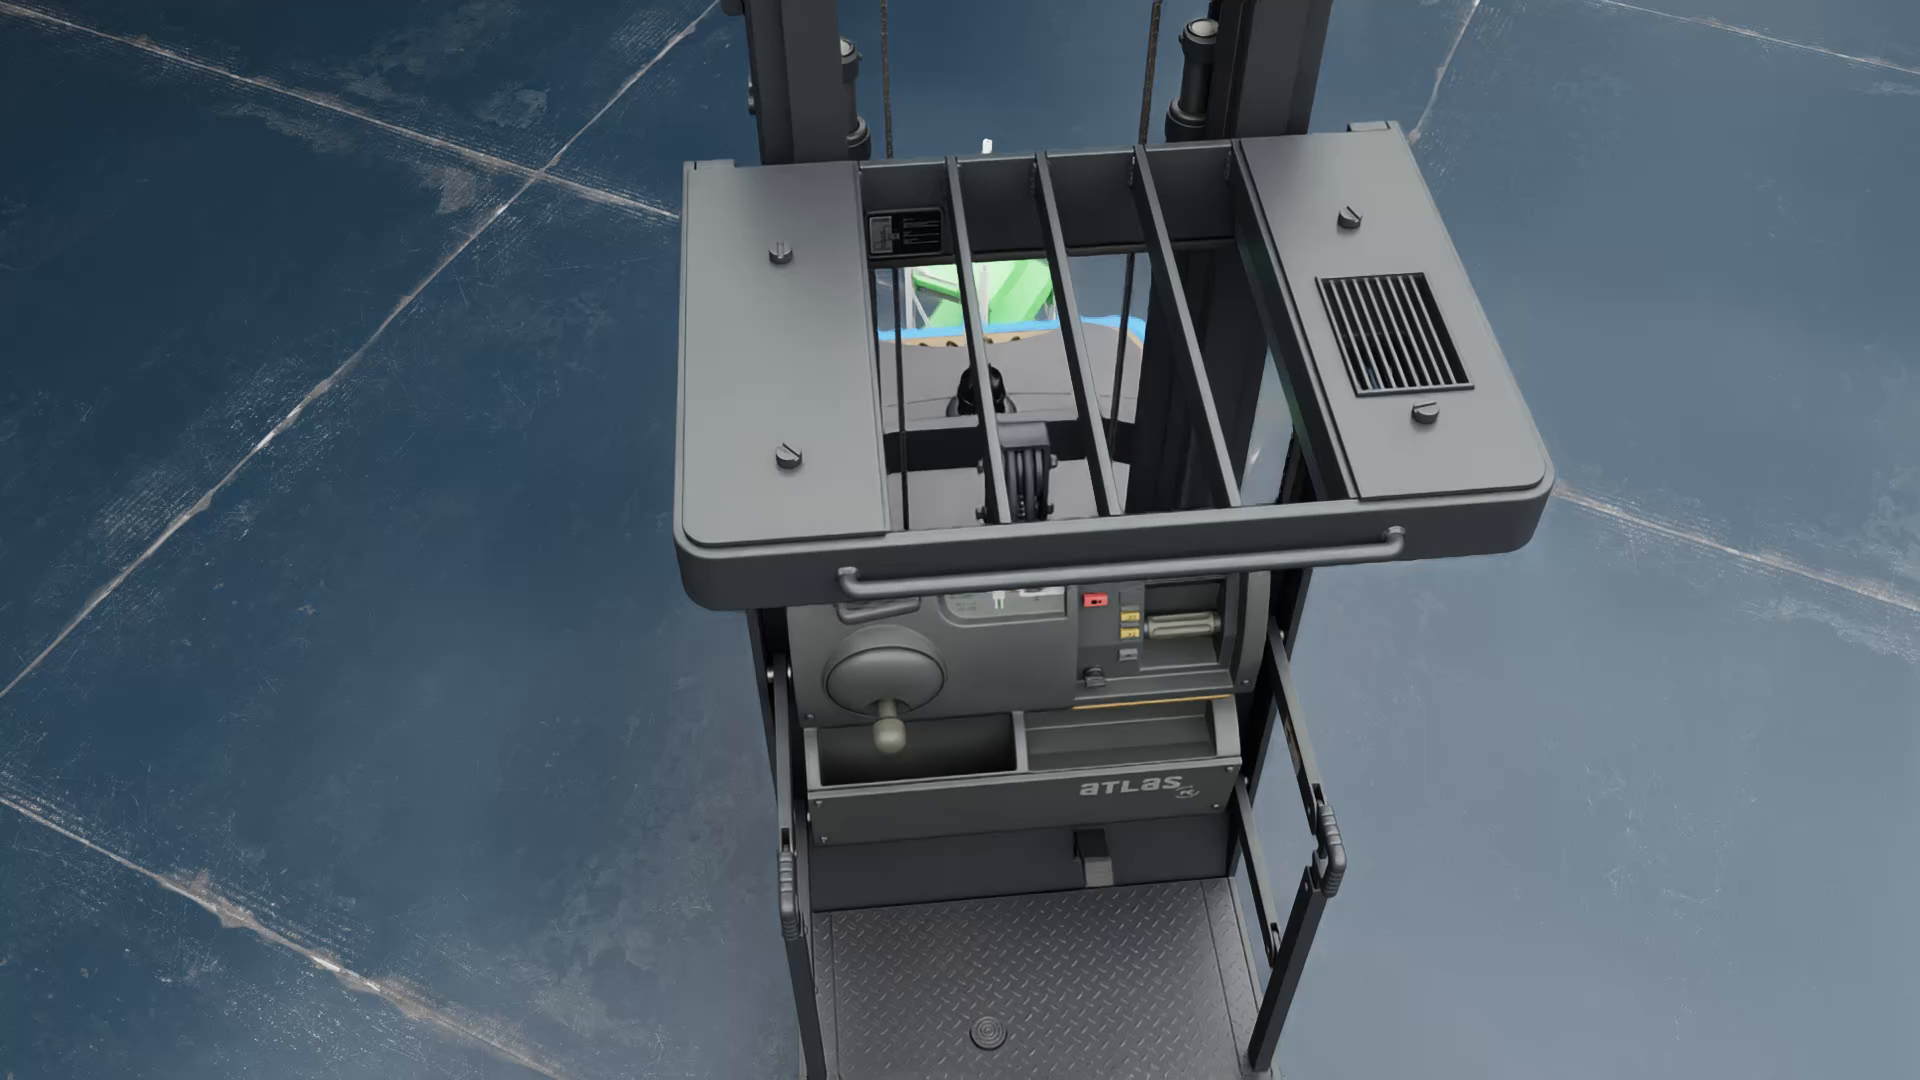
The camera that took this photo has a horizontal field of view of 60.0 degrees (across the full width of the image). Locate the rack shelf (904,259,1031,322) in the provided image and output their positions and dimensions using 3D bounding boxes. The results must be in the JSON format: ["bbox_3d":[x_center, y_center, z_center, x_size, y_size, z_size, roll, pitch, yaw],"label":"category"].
[{"bbox_3d":[0.069,-0.784,4.583,0.258,0.148,0.480,20,53,16],"label":"rack shelf"}]

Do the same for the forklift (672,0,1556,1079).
[{"bbox_3d":[0.157,0.299,3.071,1.130,2.935,3.031,-4,50,-4],"label":"forklift"}]

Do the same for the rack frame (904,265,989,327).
[{"bbox_3d":[-0.036,-0.347,4.757,0.240,1.200,0.015,20,53,16],"label":"rack frame"}]

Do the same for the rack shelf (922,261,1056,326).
[{"bbox_3d":[0.069,-0.628,4.766,0.258,0.148,0.480,20,53,16],"label":"rack shelf"}]

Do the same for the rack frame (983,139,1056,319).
[{"bbox_3d":[0.175,-0.682,5.042,0.240,1.200,0.015,20,53,16],"label":"rack frame"}]

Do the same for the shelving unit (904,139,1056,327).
[{"bbox_3d":[0.069,-0.514,4.900,0.258,1.200,0.503,20,53,16],"label":"shelving unit"}]
